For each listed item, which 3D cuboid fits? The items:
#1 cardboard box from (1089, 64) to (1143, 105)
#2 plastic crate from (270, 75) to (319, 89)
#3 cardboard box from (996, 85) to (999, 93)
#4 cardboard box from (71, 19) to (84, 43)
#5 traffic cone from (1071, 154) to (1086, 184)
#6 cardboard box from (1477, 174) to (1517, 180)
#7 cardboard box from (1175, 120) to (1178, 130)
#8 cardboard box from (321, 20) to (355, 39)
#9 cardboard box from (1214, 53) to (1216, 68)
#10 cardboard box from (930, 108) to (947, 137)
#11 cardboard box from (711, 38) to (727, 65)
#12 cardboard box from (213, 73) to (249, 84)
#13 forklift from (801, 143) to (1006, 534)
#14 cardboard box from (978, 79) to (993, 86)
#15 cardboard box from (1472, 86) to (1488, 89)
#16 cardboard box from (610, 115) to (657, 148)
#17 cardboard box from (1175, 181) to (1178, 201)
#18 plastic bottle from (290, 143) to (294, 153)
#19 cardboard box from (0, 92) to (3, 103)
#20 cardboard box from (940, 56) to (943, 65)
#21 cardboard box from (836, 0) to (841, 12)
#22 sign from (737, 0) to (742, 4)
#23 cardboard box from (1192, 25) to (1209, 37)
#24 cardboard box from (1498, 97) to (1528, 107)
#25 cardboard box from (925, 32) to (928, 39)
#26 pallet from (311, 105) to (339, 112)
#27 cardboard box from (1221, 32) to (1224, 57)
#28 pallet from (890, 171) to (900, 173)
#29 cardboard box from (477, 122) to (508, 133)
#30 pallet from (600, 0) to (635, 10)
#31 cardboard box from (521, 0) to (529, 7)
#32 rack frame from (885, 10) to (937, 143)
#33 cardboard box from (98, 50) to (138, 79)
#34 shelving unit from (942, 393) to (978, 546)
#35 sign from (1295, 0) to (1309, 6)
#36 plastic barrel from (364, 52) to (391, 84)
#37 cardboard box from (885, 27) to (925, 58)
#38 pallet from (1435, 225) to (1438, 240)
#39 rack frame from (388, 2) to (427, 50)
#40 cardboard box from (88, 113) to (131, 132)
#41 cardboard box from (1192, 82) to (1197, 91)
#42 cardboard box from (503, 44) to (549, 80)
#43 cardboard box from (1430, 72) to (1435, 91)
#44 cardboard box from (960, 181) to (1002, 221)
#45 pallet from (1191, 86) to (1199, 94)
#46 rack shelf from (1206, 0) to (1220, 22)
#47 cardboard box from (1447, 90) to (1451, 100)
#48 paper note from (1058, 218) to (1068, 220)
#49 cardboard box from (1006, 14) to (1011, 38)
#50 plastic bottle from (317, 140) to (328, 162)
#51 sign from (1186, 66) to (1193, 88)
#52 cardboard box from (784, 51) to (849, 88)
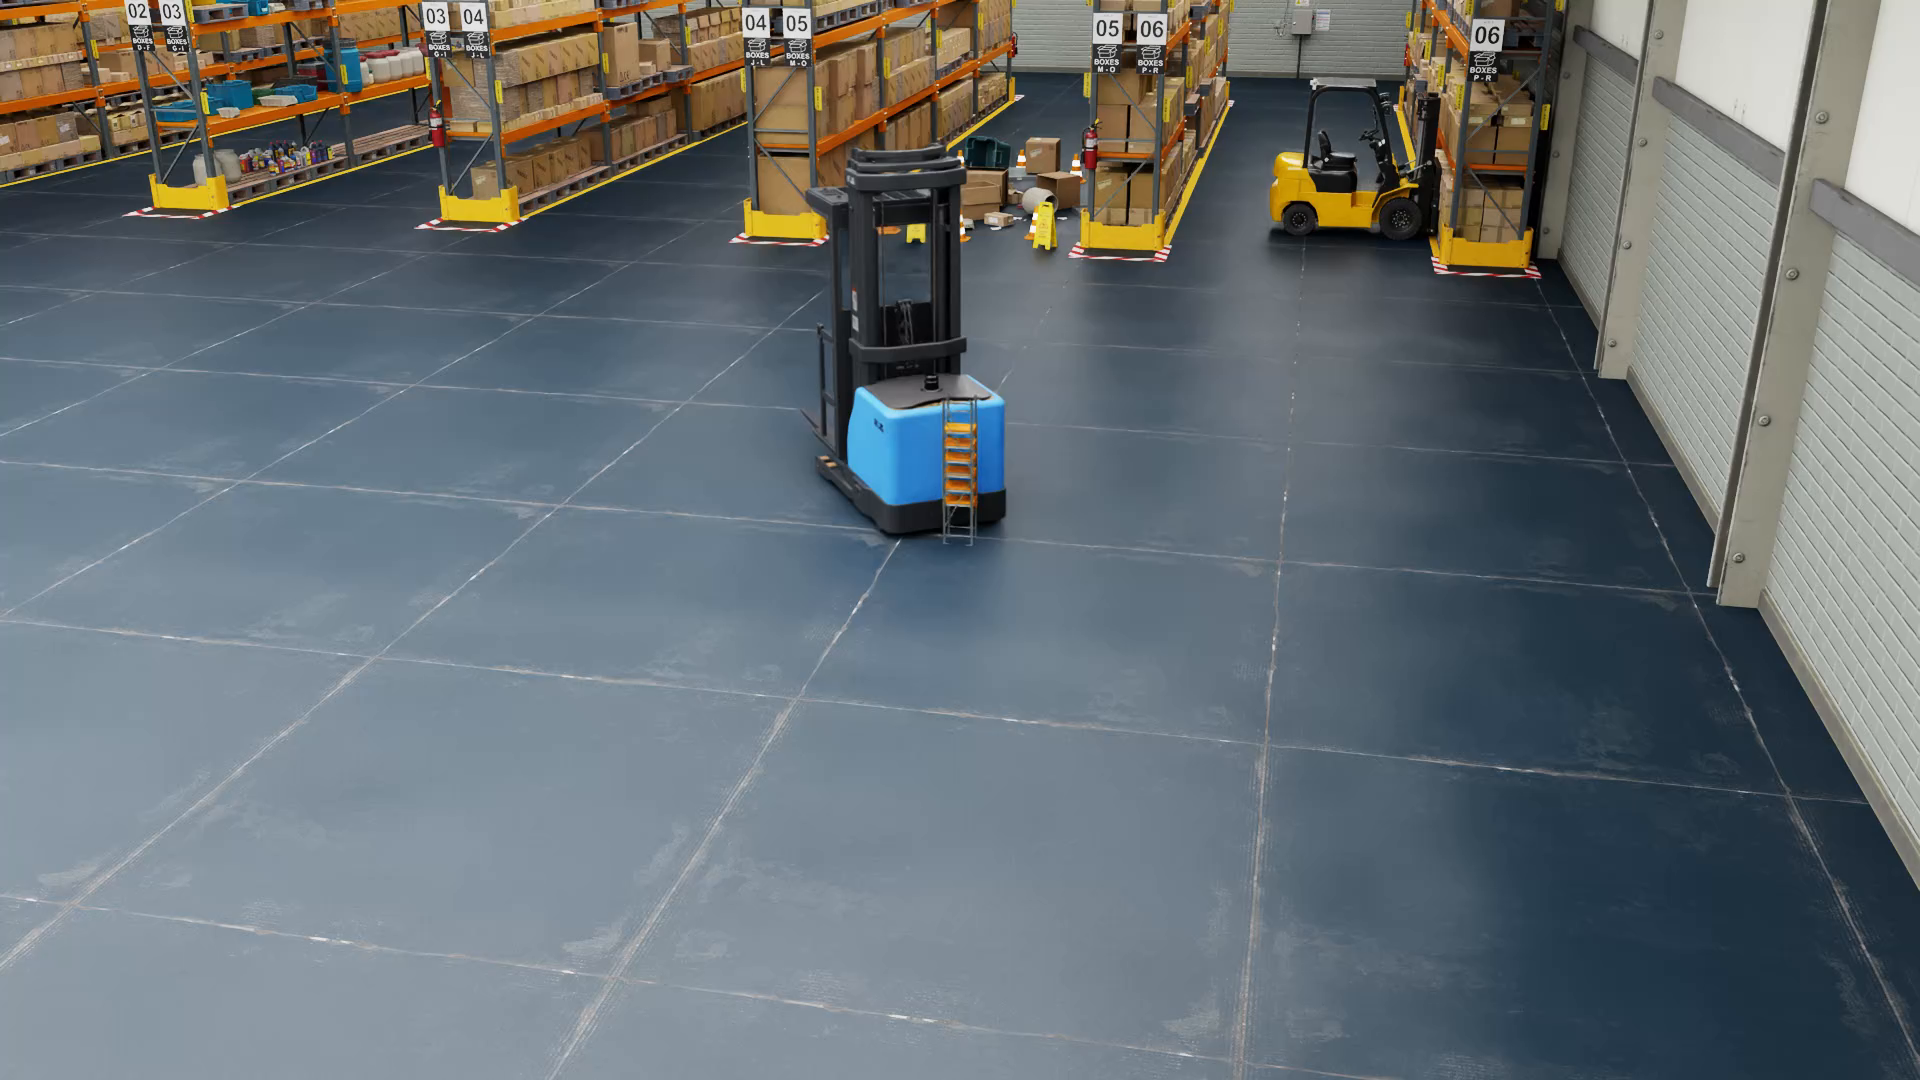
[{"bbox_3d":[2.192,-6.408,23.379,0.700,0.500,0.500,4,22,10],"label":"cardboard box"},{"bbox_3d":[-11.663,-7.942,29.140,0.767,0.338,0.504,4,22,11],"label":"plastic crate"},{"bbox_3d":[0.675,-10.163,37.429,0.380,0.149,0.250,5,22,12],"label":"cardboard box"},{"bbox_3d":[-19.648,-11.285,36.801,0.500,0.500,0.500,5,22,12],"label":"cardboard box"},{"bbox_3d":[2.001,-6.403,28.632,0.336,0.463,0.334,4,22,11],"label":"traffic cone"},{"bbox_3d":[7.656,-5.089,23.754,0.500,0.250,0.500,4,22,11],"label":"cardboard box"},{"bbox_3d":[3.147,-6.390,25.541,0.380,0.149,0.250,4,22,10],"label":"cardboard box"},{"bbox_3d":[-14.277,-11.669,38.178,0.500,0.500,0.500,5,22,12],"label":"cardboard box"},{"bbox_3d":[4.906,-9.692,33.605,0.500,0.250,0.500,4,22,10],"label":"cardboard box"},{"bbox_3d":[-0.538,-8.097,32.227,0.500,0.500,0.500,4,22,9],"label":"cardboard box"},{"bbox_3d":[-5.094,-10.000,34.034,0.500,0.500,0.500,5,22,11],"label":"cardboard box"},{"bbox_3d":[-15.496,-9.767,35.344,0.500,0.250,0.500,5,23,13],"label":"cardboard box"},{"bbox_3d":[-0.643,-1.929,14.221,1.130,2.935,3.031,-9,23,-20],"label":"forklift"},{"bbox_3d":[0.527,-10.211,37.151,0.380,0.149,0.250,4,22,9],"label":"cardboard box"},{"bbox_3d":[7.404,-6.464,23.988,0.380,0.149,0.250,5,22,11],"label":"cardboard box"},{"bbox_3d":[-6.094,-7.624,31.025,0.700,0.500,0.500,6,23,15],"label":"cardboard box"},{"bbox_3d":[3.162,-5.506,26.129,0.500,0.250,0.500,4,22,9],"label":"cardboard box"},{"bbox_3d":[-11.861,-6.885,29.481,0.061,0.283,0.133,4,22,11],"label":"plastic bottle"},{"bbox_3d":[-16.780,-7.658,28.219,0.700,0.500,0.500,5,22,11],"label":"cardboard box"},{"bbox_3d":[-0.534,-9.246,32.070,0.380,0.149,0.250,6,23,14],"label":"cardboard box"},{"bbox_3d":[-1.975,-7.883,24.537,0.380,0.149,0.250,5,22,11],"label":"cardboard box"},{"bbox_3d":[-3.093,-7.709,23.384,0.100,0.325,0.005,4,22,11],"label":"sign"},{"bbox_3d":[4.366,-9.336,31.048,0.500,0.500,0.500,5,22,11],"label":"cardboard box"},{"bbox_3d":[7.566,-5.962,22.741,0.380,0.149,0.250,5,22,12],"label":"cardboard box"},{"bbox_3d":[-0.857,-10.150,33.518,0.380,0.149,0.250,4,22,10],"label":"cardboard box"},{"bbox_3d":[-14.777,-9.863,37.561,1.003,0.211,1.213,4,22,11],"label":"pallet"},{"bbox_3d":[5.317,-10.508,35.296,0.500,0.500,0.500,5,22,11],"label":"cardboard box"},{"bbox_3d":[-1.665,-6.354,28.848,1.003,0.211,1.213,4,22,11],"label":"pallet"},{"bbox_3d":[-7.108,-6.281,25.271,0.380,0.149,0.250,4,22,11],"label":"cardboard box"},{"bbox_3d":[-6.353,-9.297,28.658,1.213,0.211,1.003,4,22,11],"label":"pallet"},{"bbox_3d":[-6.860,-8.274,25.533,0.380,0.149,0.250,4,22,11],"label":"cardboard box"},{"bbox_3d":[-0.932,-8.822,31.244,1.000,3.000,0.127,4,22,11],"label":"rack frame"},{"bbox_3d":[-16.000,-9.050,31.675,0.500,0.500,0.500,6,23,15],"label":"cardboard box"},{"bbox_3d":[-0.001,-0.550,13.112,0.258,1.200,0.189,4,22,9],"label":"shelving unit"},{"bbox_3d":[8.709,-13.721,42.303,0.339,0.242,0.001,4,22,11],"label":"sign"},{"bbox_3d":[-10.873,-8.817,31.048,0.433,0.535,0.433,0,22,0],"label":"plastic barrel"},{"bbox_3d":[-1.034,-9.169,30.633,0.700,0.500,0.500,4,22,11],"label":"cardboard box"},{"bbox_3d":[7.528,-4.614,24.526,1.003,0.211,1.213,4,22,11],"label":"pallet"},{"bbox_3d":[-13.832,-12.920,41.418,1.000,3.000,0.127,4,22,11],"label":"rack frame"},{"bbox_3d":[-15.952,-7.843,31.180,0.500,0.311,0.500,5,22,11],"label":"cardboard box"},{"bbox_3d":[3.833,-7.750,28.356,0.380,0.149,0.250,5,23,13],"label":"cardboard box"},{"bbox_3d":[-6.811,-7.506,26.104,0.500,0.500,0.500,4,22,11],"label":"cardboard box"},{"bbox_3d":[8.237,-7.751,28.115,0.500,0.250,0.500,4,22,10],"label":"cardboard box"},{"bbox_3d":[0.182,-5.234,25.675,0.797,0.503,0.637,-11,25,-26],"label":"cardboard box"},{"bbox_3d":[3.570,-7.666,28.630,1.003,0.211,1.213,4,22,11],"label":"pallet"},{"bbox_3d":[4.342,-10.271,31.789,1.077,0.370,4.000,4,22,11],"label":"rack shelf"},{"bbox_3d":[7.455,-6.616,24.764,0.380,0.149,0.250,5,22,12],"label":"cardboard box"},{"bbox_3d":[1.581,-4.964,25.639,0.142,0.019,0.148,-3,22,-8],"label":"paper note"},{"bbox_3d":[0.860,-11.749,37.978,0.500,0.500,0.500,5,22,12],"label":"cardboard box"},{"bbox_3d":[-11.281,-6.870,29.354,0.144,0.351,0.185,4,22,9],"label":"plastic bottle"},{"bbox_3d":[3.651,-7.382,26.509,0.100,0.325,0.005,4,22,11],"label":"sign"},{"bbox_3d":[-2.201,-7.206,25.585,0.875,0.550,0.500,4,22,11],"label":"cardboard box"}]
